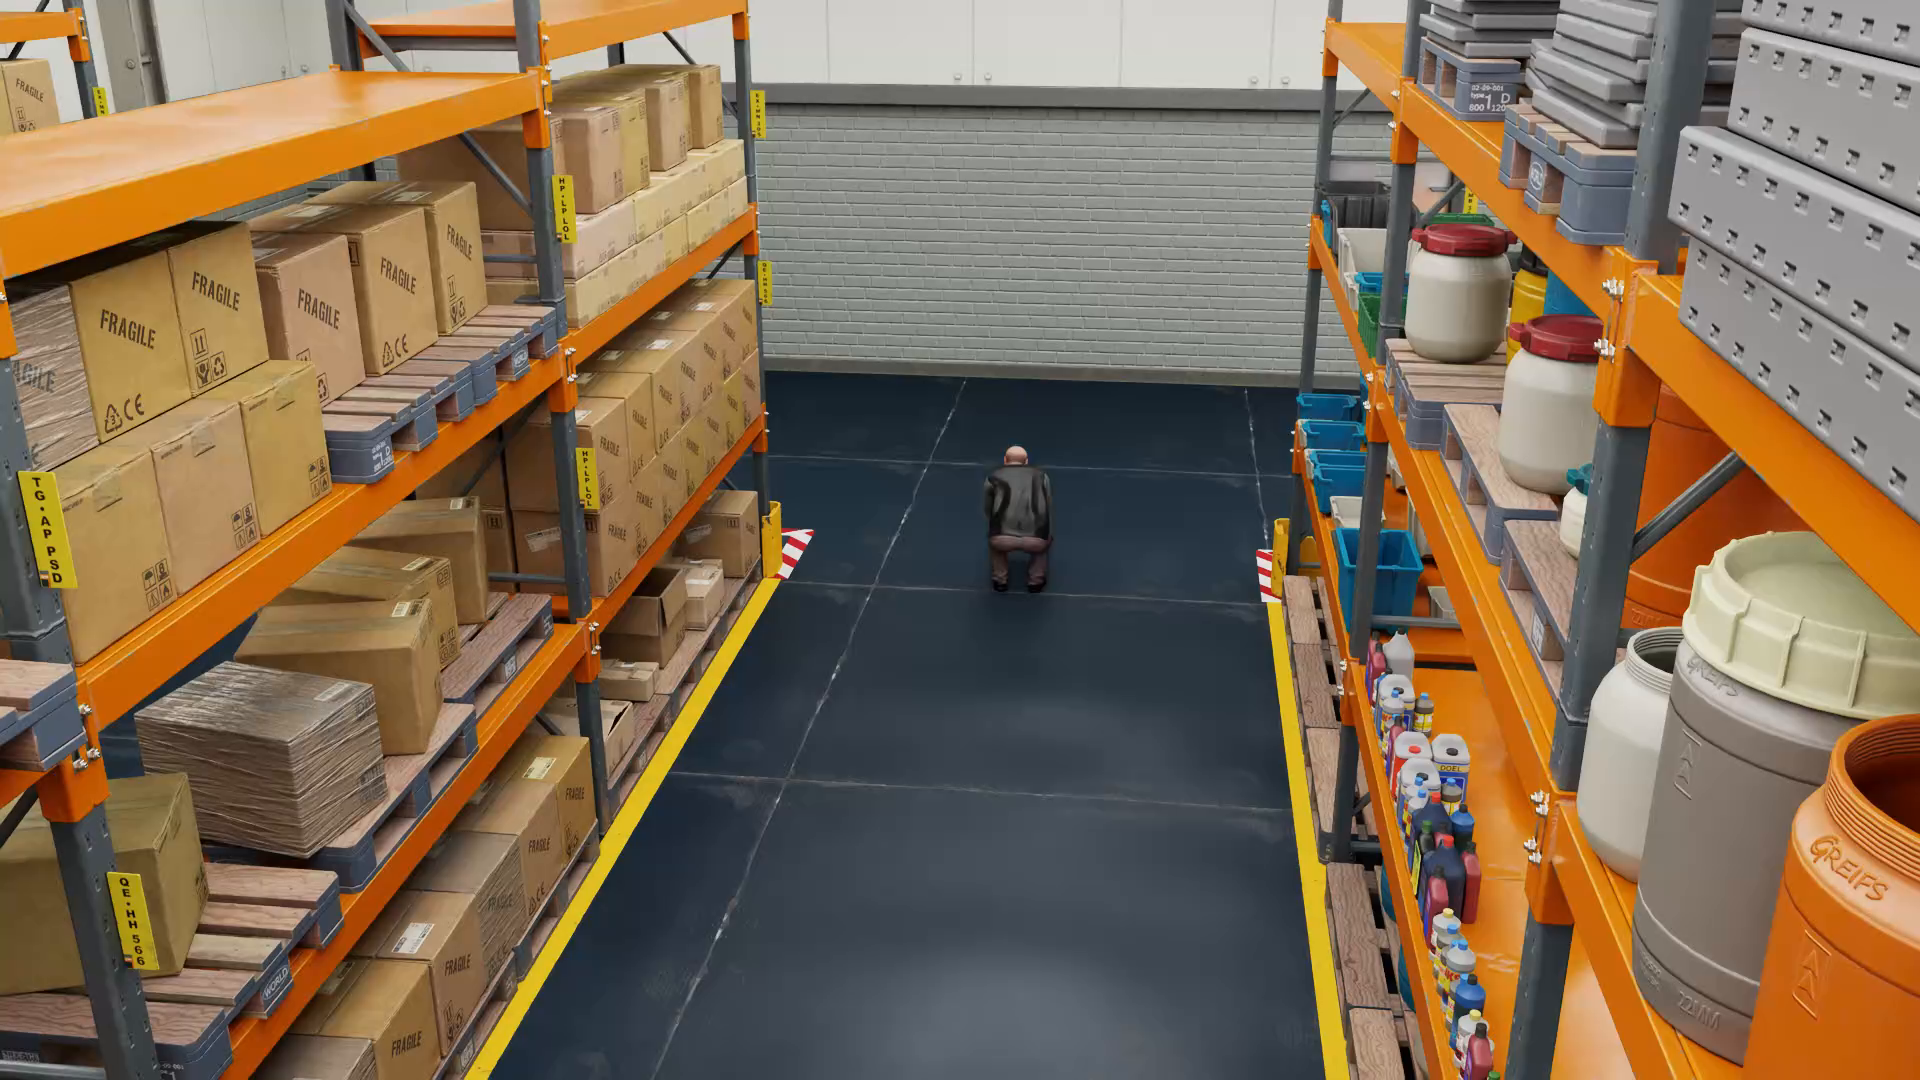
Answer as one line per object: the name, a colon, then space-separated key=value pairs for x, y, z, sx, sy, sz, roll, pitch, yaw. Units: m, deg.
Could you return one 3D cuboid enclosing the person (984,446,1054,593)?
person: x=0.436 y=-0.150 z=12.556 sx=0.540 sy=0.976 sz=0.872 roll=2 pitch=21 yaw=6
